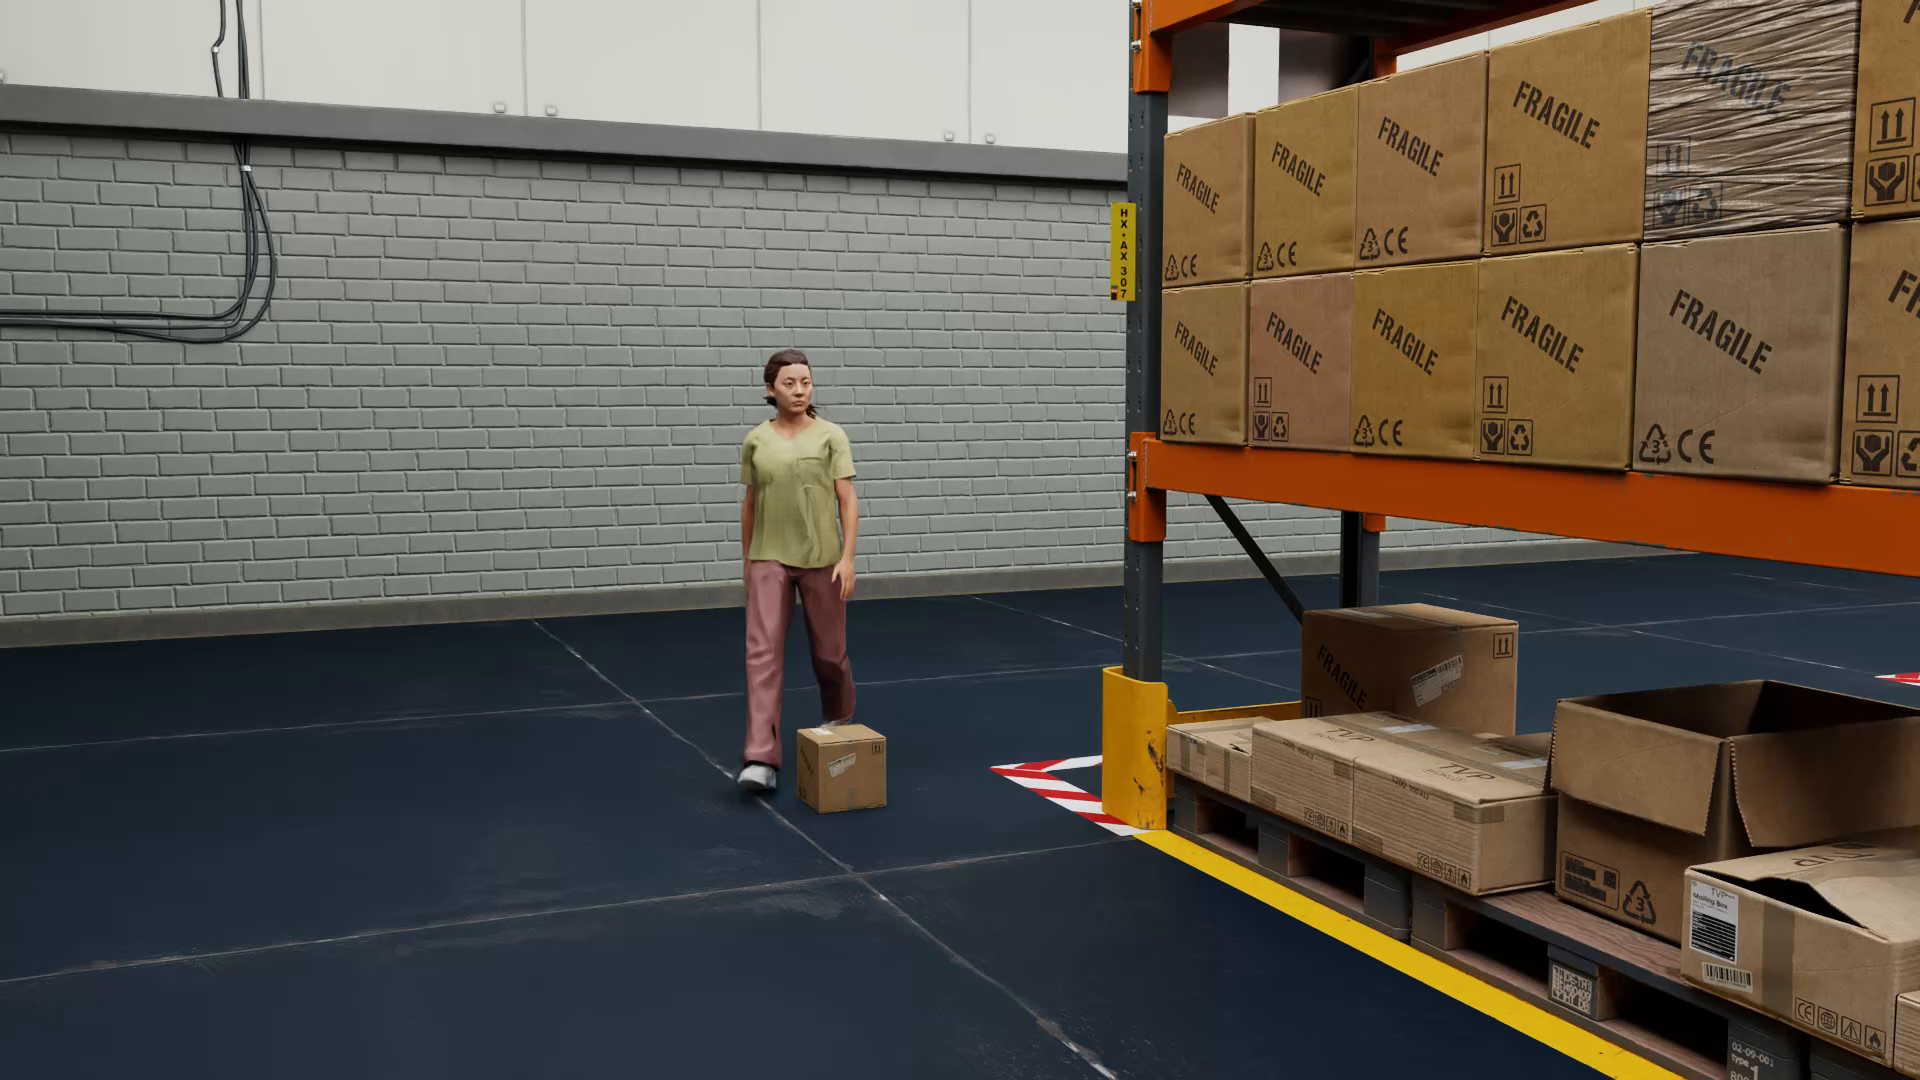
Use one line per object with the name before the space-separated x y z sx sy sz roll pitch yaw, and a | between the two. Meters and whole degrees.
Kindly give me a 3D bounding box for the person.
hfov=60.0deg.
person | -0.619 0.088 6.271 0.459 1.617 1.028 0 5 1
